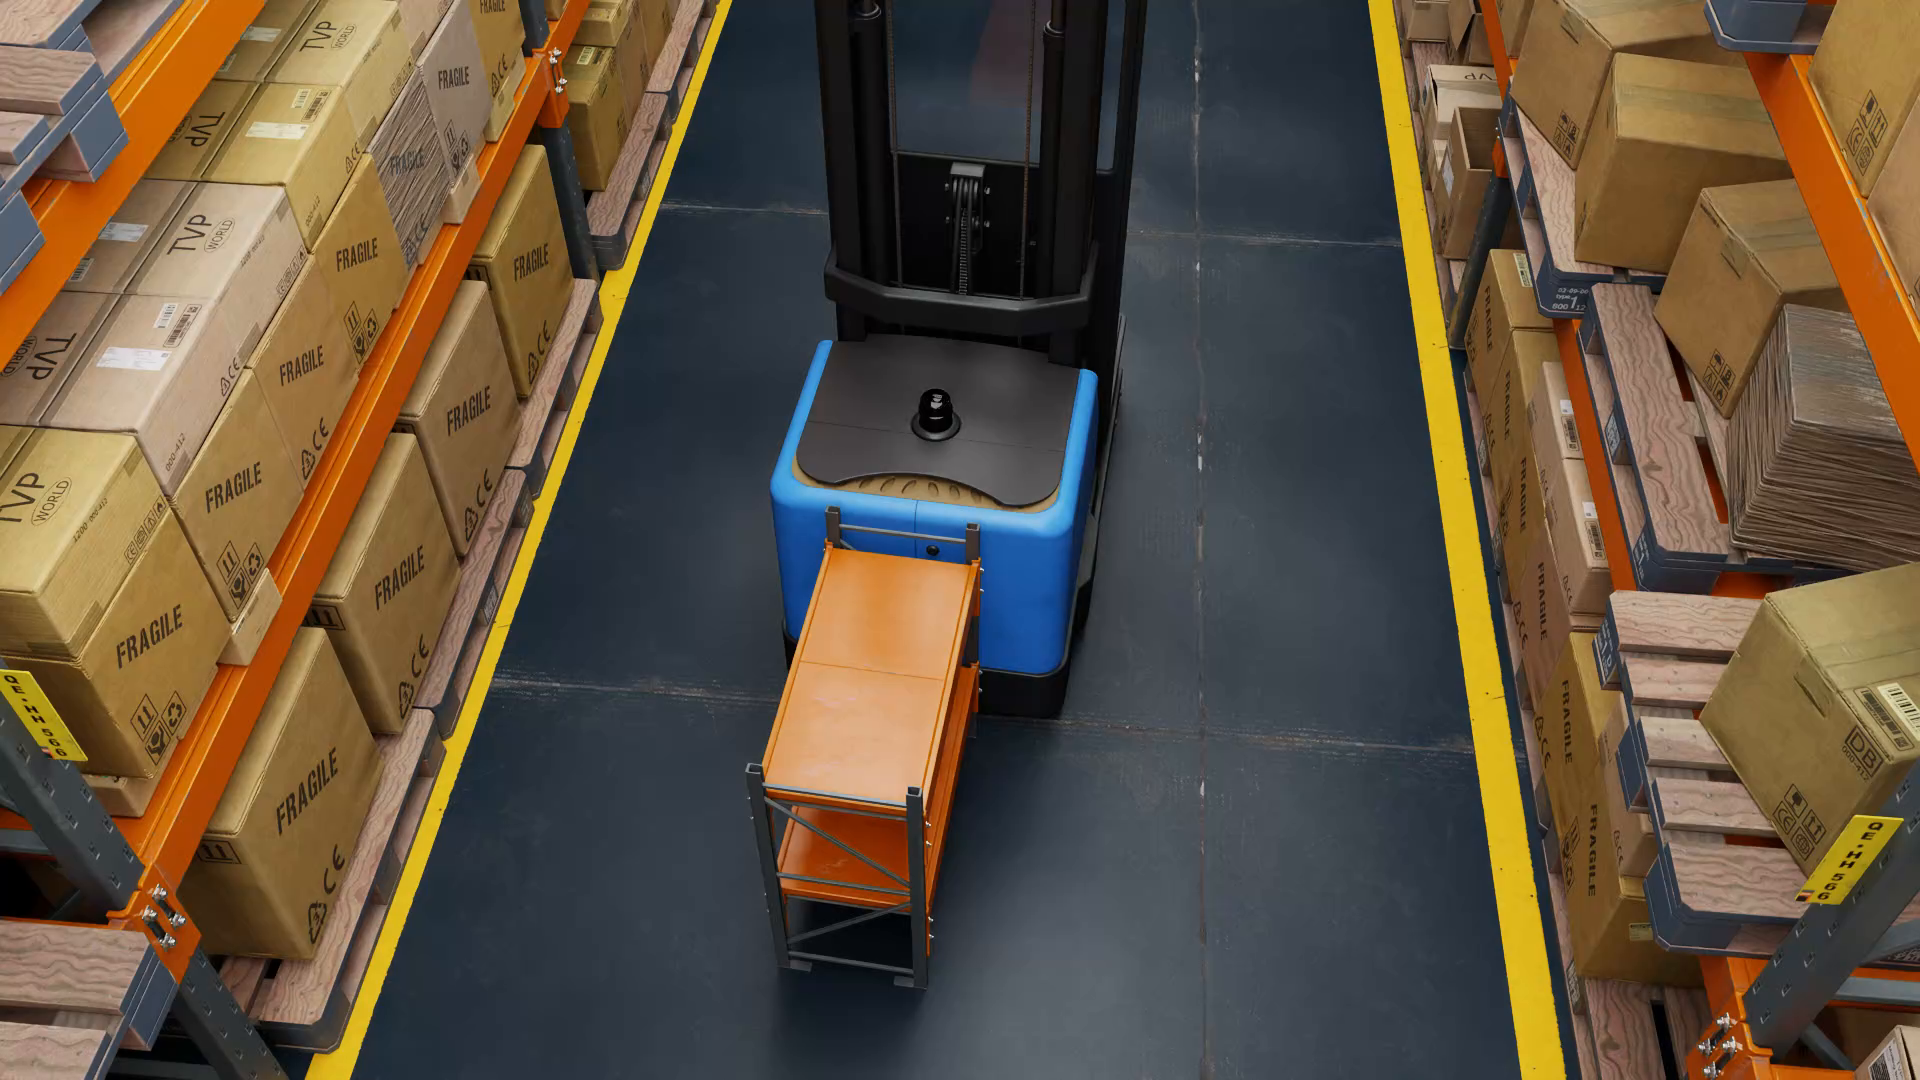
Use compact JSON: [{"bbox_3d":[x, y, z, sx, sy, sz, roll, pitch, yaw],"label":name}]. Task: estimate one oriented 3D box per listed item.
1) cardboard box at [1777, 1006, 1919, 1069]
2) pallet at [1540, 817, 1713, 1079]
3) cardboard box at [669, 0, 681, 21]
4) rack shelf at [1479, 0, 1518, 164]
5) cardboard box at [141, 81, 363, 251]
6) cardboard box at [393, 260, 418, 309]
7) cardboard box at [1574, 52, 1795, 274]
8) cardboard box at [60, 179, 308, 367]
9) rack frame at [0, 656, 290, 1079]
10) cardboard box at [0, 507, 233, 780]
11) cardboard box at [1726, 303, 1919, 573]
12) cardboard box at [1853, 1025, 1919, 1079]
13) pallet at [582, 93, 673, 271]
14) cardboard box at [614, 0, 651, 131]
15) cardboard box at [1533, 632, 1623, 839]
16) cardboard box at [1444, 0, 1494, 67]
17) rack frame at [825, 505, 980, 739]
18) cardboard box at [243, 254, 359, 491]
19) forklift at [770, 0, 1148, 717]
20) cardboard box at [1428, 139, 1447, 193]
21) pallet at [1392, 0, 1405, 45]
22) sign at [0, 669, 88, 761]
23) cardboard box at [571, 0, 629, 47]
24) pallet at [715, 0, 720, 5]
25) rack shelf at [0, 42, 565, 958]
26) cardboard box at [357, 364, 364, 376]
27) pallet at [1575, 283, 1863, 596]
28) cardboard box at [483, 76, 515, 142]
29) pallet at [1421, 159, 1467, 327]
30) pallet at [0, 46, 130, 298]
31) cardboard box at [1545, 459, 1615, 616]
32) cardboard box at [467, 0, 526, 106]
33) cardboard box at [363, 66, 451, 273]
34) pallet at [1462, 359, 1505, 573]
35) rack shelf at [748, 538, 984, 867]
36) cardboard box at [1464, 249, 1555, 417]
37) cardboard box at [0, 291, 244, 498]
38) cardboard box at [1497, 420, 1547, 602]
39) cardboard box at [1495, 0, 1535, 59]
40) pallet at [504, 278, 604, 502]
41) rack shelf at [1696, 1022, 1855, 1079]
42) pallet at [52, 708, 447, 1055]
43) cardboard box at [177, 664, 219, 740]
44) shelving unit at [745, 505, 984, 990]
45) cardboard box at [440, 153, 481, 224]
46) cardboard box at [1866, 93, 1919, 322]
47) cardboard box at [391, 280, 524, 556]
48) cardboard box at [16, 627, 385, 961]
[{"bbox_3d":[2.689,1.433,4.829,0.500,0.500,0.500,6,48,5],"label":"cardboard box"},{"bbox_3d":[2.469,1.448,5.309,1.003,0.211,1.213,4,48,4],"label":"pallet"},{"bbox_3d":[-1.896,-3.196,9.076,0.700,0.500,0.500,2,48,2],"label":"cardboard box"},{"bbox_3d":[2.910,-3.113,8.078,1.077,0.370,4.000,4,48,4],"label":"rack shelf"},{"bbox_3d":[-2.142,-1.126,4.982,0.500,0.250,0.500,3,48,3],"label":"cardboard box"},{"bbox_3d":[-2.114,-0.941,5.760,0.380,0.149,0.250,3,48,2],"label":"cardboard box"},{"bbox_3d":[2.462,-1.219,5.506,0.700,0.500,0.500,11,48,10],"label":"cardboard box"},{"bbox_3d":[-2.182,-0.751,4.639,0.500,0.250,0.500,4,48,4],"label":"cardboard box"},{"bbox_3d":[-2.567,0.723,4.082,0.949,2.616,0.053,4,48,4],"label":"rack frame"},{"bbox_3d":[-2.271,0.242,4.239,0.500,0.500,0.500,5,48,5],"label":"cardboard box"},{"bbox_3d":[2.582,-0.252,4.622,0.700,0.500,0.500,12,49,11],"label":"cardboard box"},{"bbox_3d":[2.287,1.347,3.571,0.500,0.311,0.500,7,48,6],"label":"cardboard box"},{"bbox_3d":[-2.058,-1.829,8.306,1.003,0.211,1.213,4,48,4],"label":"pallet"},{"bbox_3d":[-1.986,-2.427,8.372,0.700,0.500,0.500,3,48,3],"label":"cardboard box"},{"bbox_3d":[2.262,0.665,5.531,0.500,0.500,0.500,2,48,2],"label":"cardboard box"},{"bbox_3d":[2.894,-2.573,8.490,0.797,0.503,0.637,4,48,4],"label":"cardboard box"},{"bbox_3d":[-0.184,0.309,5.731,0.500,1.125,0.032,7,48,6],"label":"rack frame"},{"bbox_3d":[-2.168,-0.507,4.924,0.500,0.500,0.500,4,48,3],"label":"cardboard box"},{"bbox_3d":[0.106,-1.447,6.113,1.130,2.935,3.031,7,48,7],"label":"forklift"},{"bbox_3d":[2.472,-1.790,8.014,0.380,0.149,0.250,4,48,4],"label":"cardboard box"},{"bbox_3d":[3.014,-3.243,9.599,1.003,0.211,1.213,4,48,4],"label":"pallet"},{"bbox_3d":[-2.029,0.388,3.657,0.100,0.325,0.005,4,48,4],"label":"sign"},{"bbox_3d":[-1.823,-2.516,8.014,0.380,0.149,0.250,5,48,5],"label":"cardboard box"},{"bbox_3d":[-1.836,-3.622,9.946,1.003,0.211,1.213,4,48,4],"label":"pallet"},{"bbox_3d":[-2.388,-0.504,5.692,1.077,0.370,4.000,4,48,4],"label":"rack shelf"},{"bbox_3d":[-2.181,-0.554,5.406,0.380,0.149,0.250,4,48,4],"label":"cardboard box"},{"bbox_3d":[2.536,-0.312,5.158,1.003,0.211,1.213,4,48,4],"label":"pallet"},{"bbox_3d":[-1.954,-1.684,6.440,0.380,0.149,0.250,5,48,4],"label":"cardboard box"},{"bbox_3d":[2.791,-1.450,7.959,1.003,0.211,1.213,4,48,4],"label":"pallet"},{"bbox_3d":[-2.564,-0.703,3.481,1.213,0.211,1.003,6,48,5],"label":"pallet"},{"bbox_3d":[2.305,-0.002,5.633,0.500,0.250,0.500,3,48,3],"label":"cardboard box"},{"bbox_3d":[-1.997,-2.002,6.291,0.500,0.500,0.500,3,48,3],"label":"cardboard box"},{"bbox_3d":[-2.088,-1.258,5.610,0.500,0.500,0.500,4,48,4],"label":"cardboard box"},{"bbox_3d":[2.691,-0.345,6.949,1.003,0.211,1.213,4,48,4],"label":"pallet"},{"bbox_3d":[-0.268,0.481,5.177,0.538,0.278,1.000,7,48,6],"label":"rack shelf"},{"bbox_3d":[2.441,-0.852,6.919,0.500,0.500,0.500,2,48,2],"label":"cardboard box"},{"bbox_3d":[-2.224,-0.383,4.302,0.500,0.250,0.500,3,48,3],"label":"cardboard box"},{"bbox_3d":[2.350,-0.093,6.224,0.500,0.500,0.500,4,48,4],"label":"cardboard box"},{"bbox_3d":[2.518,-2.305,6.783,0.500,0.500,0.500,5,48,4],"label":"cardboard box"},{"bbox_3d":[-2.201,-0.704,7.277,1.003,0.211,1.213,4,48,4],"label":"pallet"},{"bbox_3d":[2.181,2.765,2.702,1.077,0.370,4.000,4,48,4],"label":"rack shelf"},{"bbox_3d":[-2.423,1.089,5.637,1.003,0.211,1.213,4,48,4],"label":"pallet"},{"bbox_3d":[-2.278,0.390,4.544,0.380,0.149,0.250,4,48,4],"label":"cardboard box"},{"bbox_3d":[-0.268,0.678,5.393,0.538,1.125,1.048,7,48,6],"label":"shelving unit"},{"bbox_3d":[-1.988,-1.299,6.088,0.380,0.149,0.250,4,48,4],"label":"cardboard box"},{"bbox_3d":[2.416,-0.691,3.275,0.910,0.500,0.500,4,48,4],"label":"cardboard box"},{"bbox_3d":[-2.214,-0.493,6.367,0.750,0.750,0.750,5,48,5],"label":"cardboard box"},{"bbox_3d":[-2.373,0.775,5.207,0.750,0.750,0.750,3,48,3],"label":"cardboard box"}]
